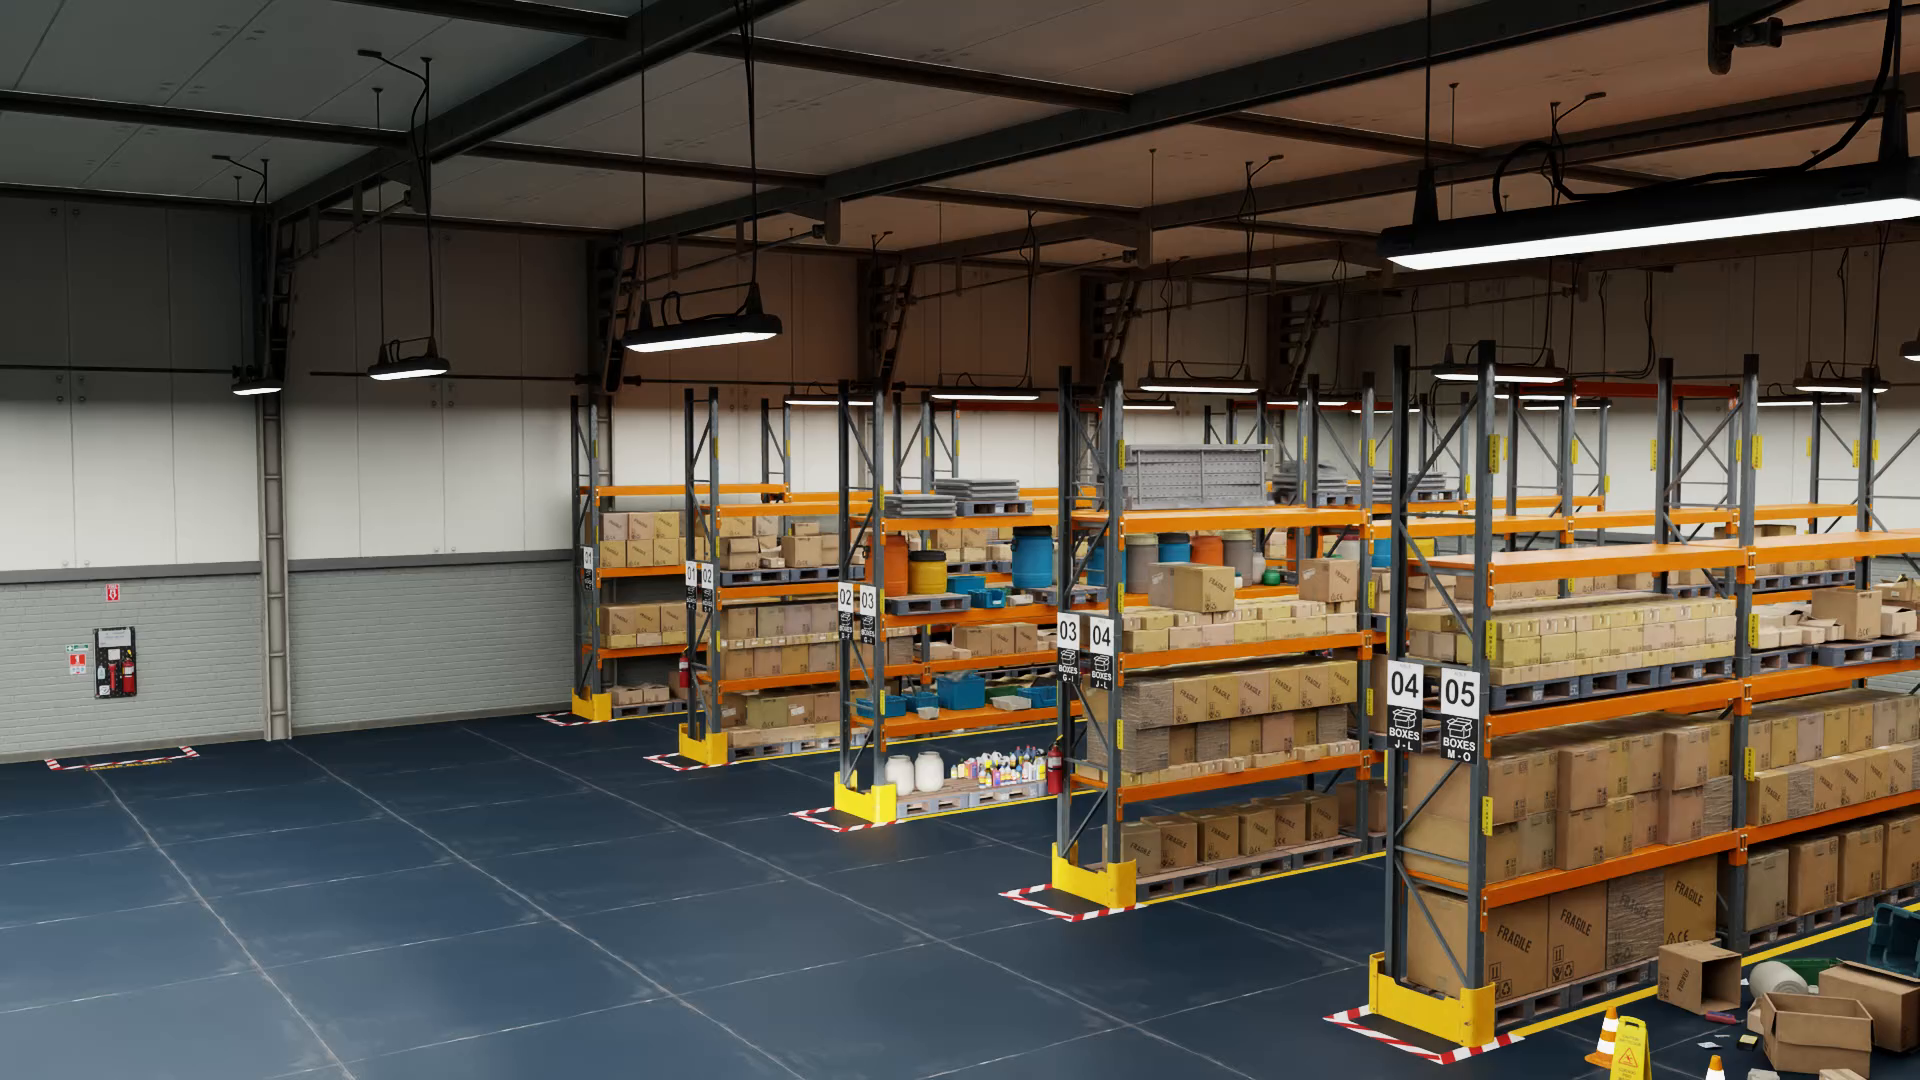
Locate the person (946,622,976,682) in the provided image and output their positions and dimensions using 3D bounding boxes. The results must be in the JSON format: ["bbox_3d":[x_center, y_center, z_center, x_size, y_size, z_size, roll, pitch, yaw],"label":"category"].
[{"bbox_3d":[-0.016,2.203,33.340,0.601,1.507,0.474,-1,4,-20],"label":"person"}]
